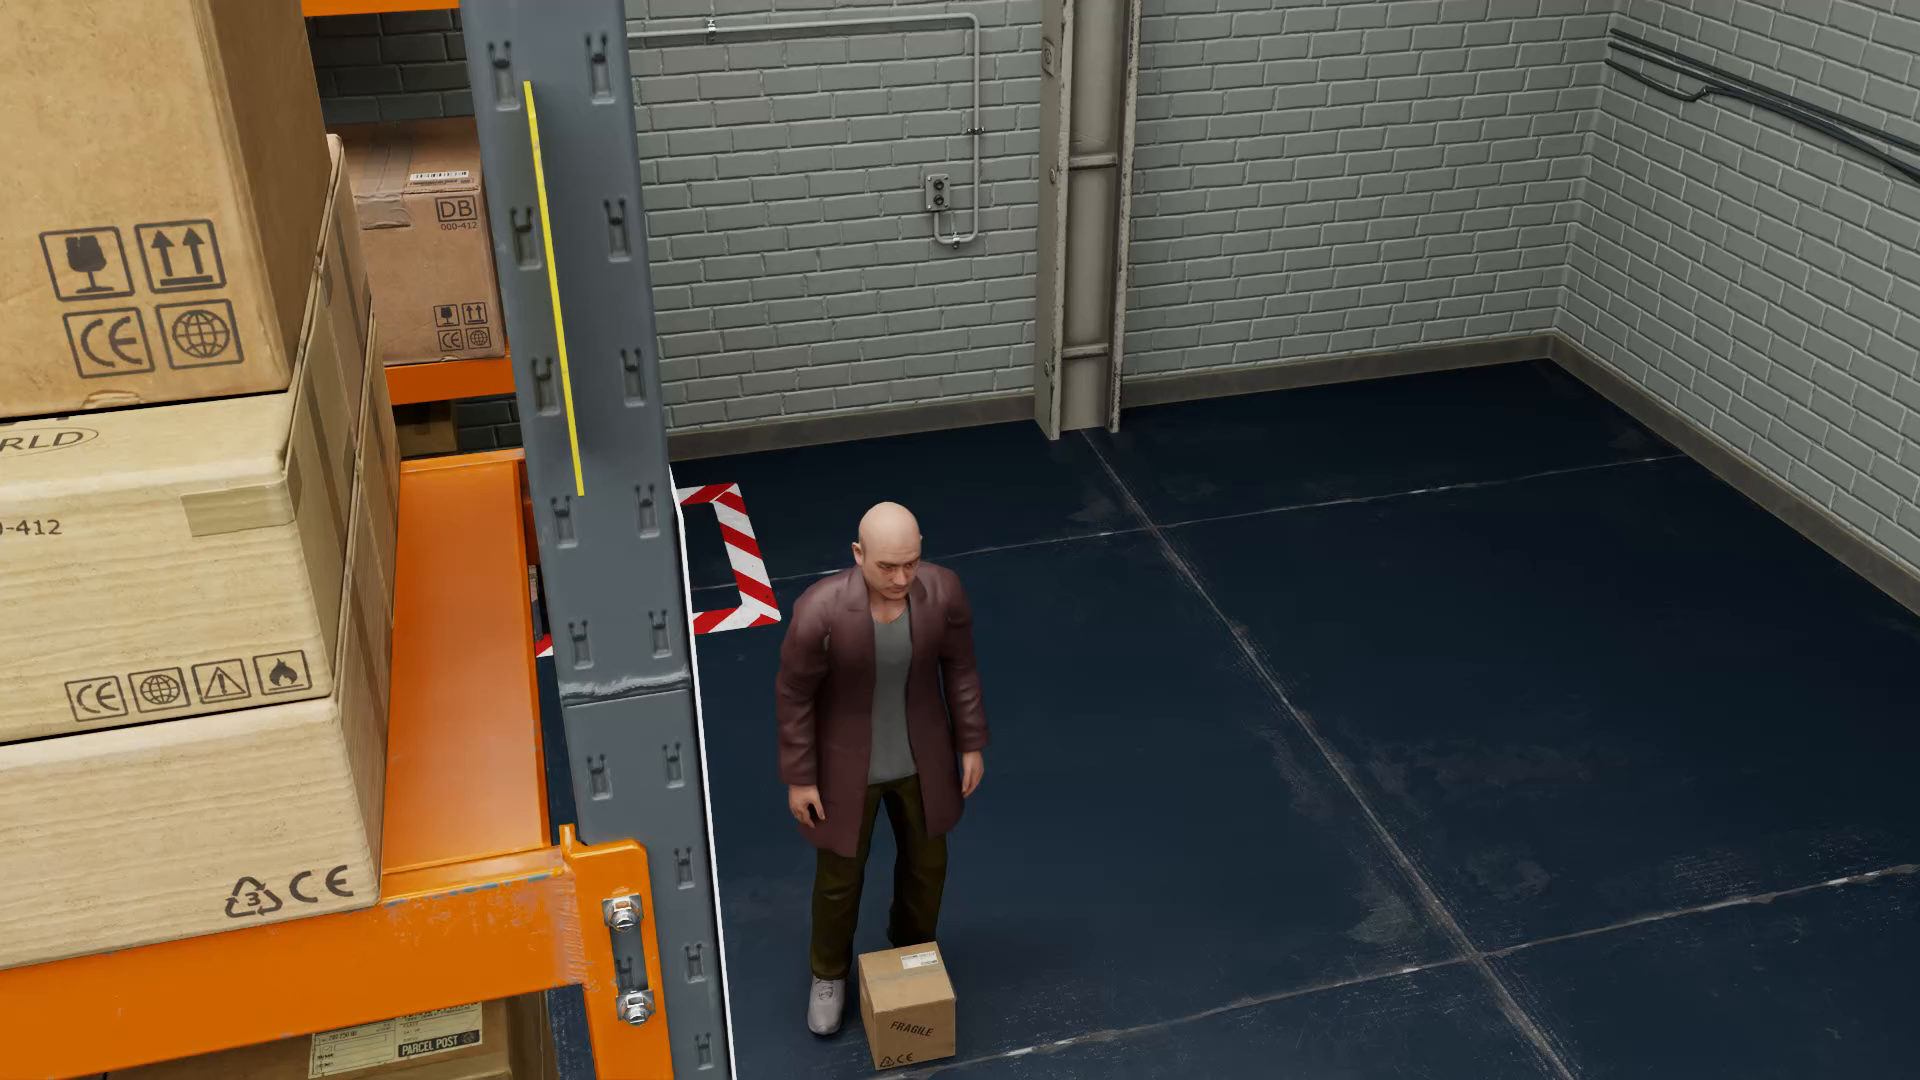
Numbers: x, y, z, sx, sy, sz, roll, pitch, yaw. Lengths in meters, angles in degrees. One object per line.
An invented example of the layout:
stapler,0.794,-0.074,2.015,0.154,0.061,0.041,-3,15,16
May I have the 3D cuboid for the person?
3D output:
person,-0.225,0.744,5.033,0.655,1.591,0.419,-9,31,-16
